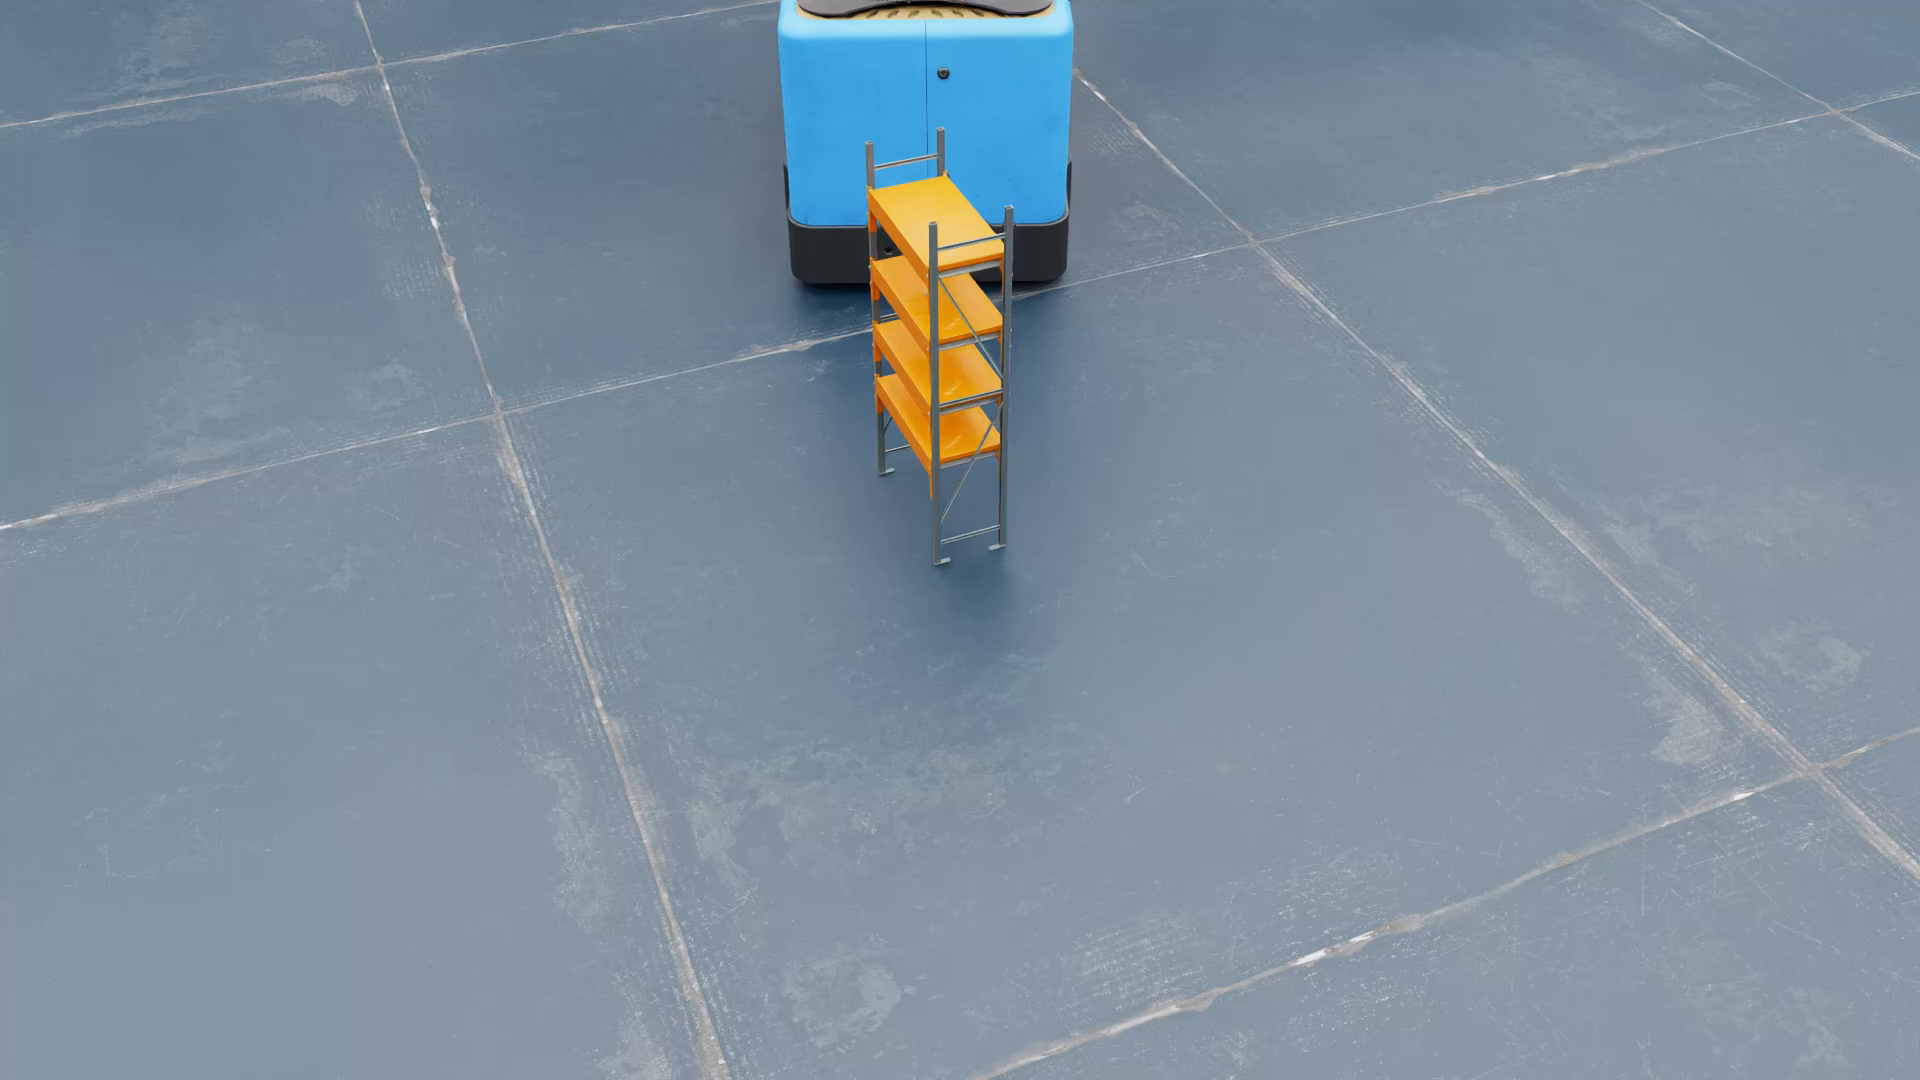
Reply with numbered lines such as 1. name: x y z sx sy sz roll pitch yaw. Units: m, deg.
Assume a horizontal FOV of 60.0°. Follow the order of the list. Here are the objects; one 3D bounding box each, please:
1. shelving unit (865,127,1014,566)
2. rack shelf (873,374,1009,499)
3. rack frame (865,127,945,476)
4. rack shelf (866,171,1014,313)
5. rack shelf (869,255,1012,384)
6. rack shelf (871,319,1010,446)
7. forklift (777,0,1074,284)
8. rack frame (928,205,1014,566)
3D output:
1. shelving unit: -0.063 -0.555 4.975 0.258 1.200 0.503 -15 43 -17
2. rack shelf: -0.063 -0.353 5.148 0.258 0.148 0.480 -15 43 -17
3. rack frame: -0.157 -0.702 5.146 0.240 1.200 0.015 -15 43 -17
4. rack shelf: -0.063 -0.853 4.719 0.258 0.148 0.480 -15 43 -17
5. rack shelf: -0.063 -0.673 4.873 0.258 0.148 0.480 -15 43 -17
6. rack shelf: -0.063 -0.504 5.019 0.258 0.148 0.480 -15 43 -17
7. forklift: -0.148 -3.014 6.507 1.130 2.935 3.031 -1 41 -1
8. rack frame: 0.030 -0.408 4.804 0.240 1.200 0.015 -15 43 -17
